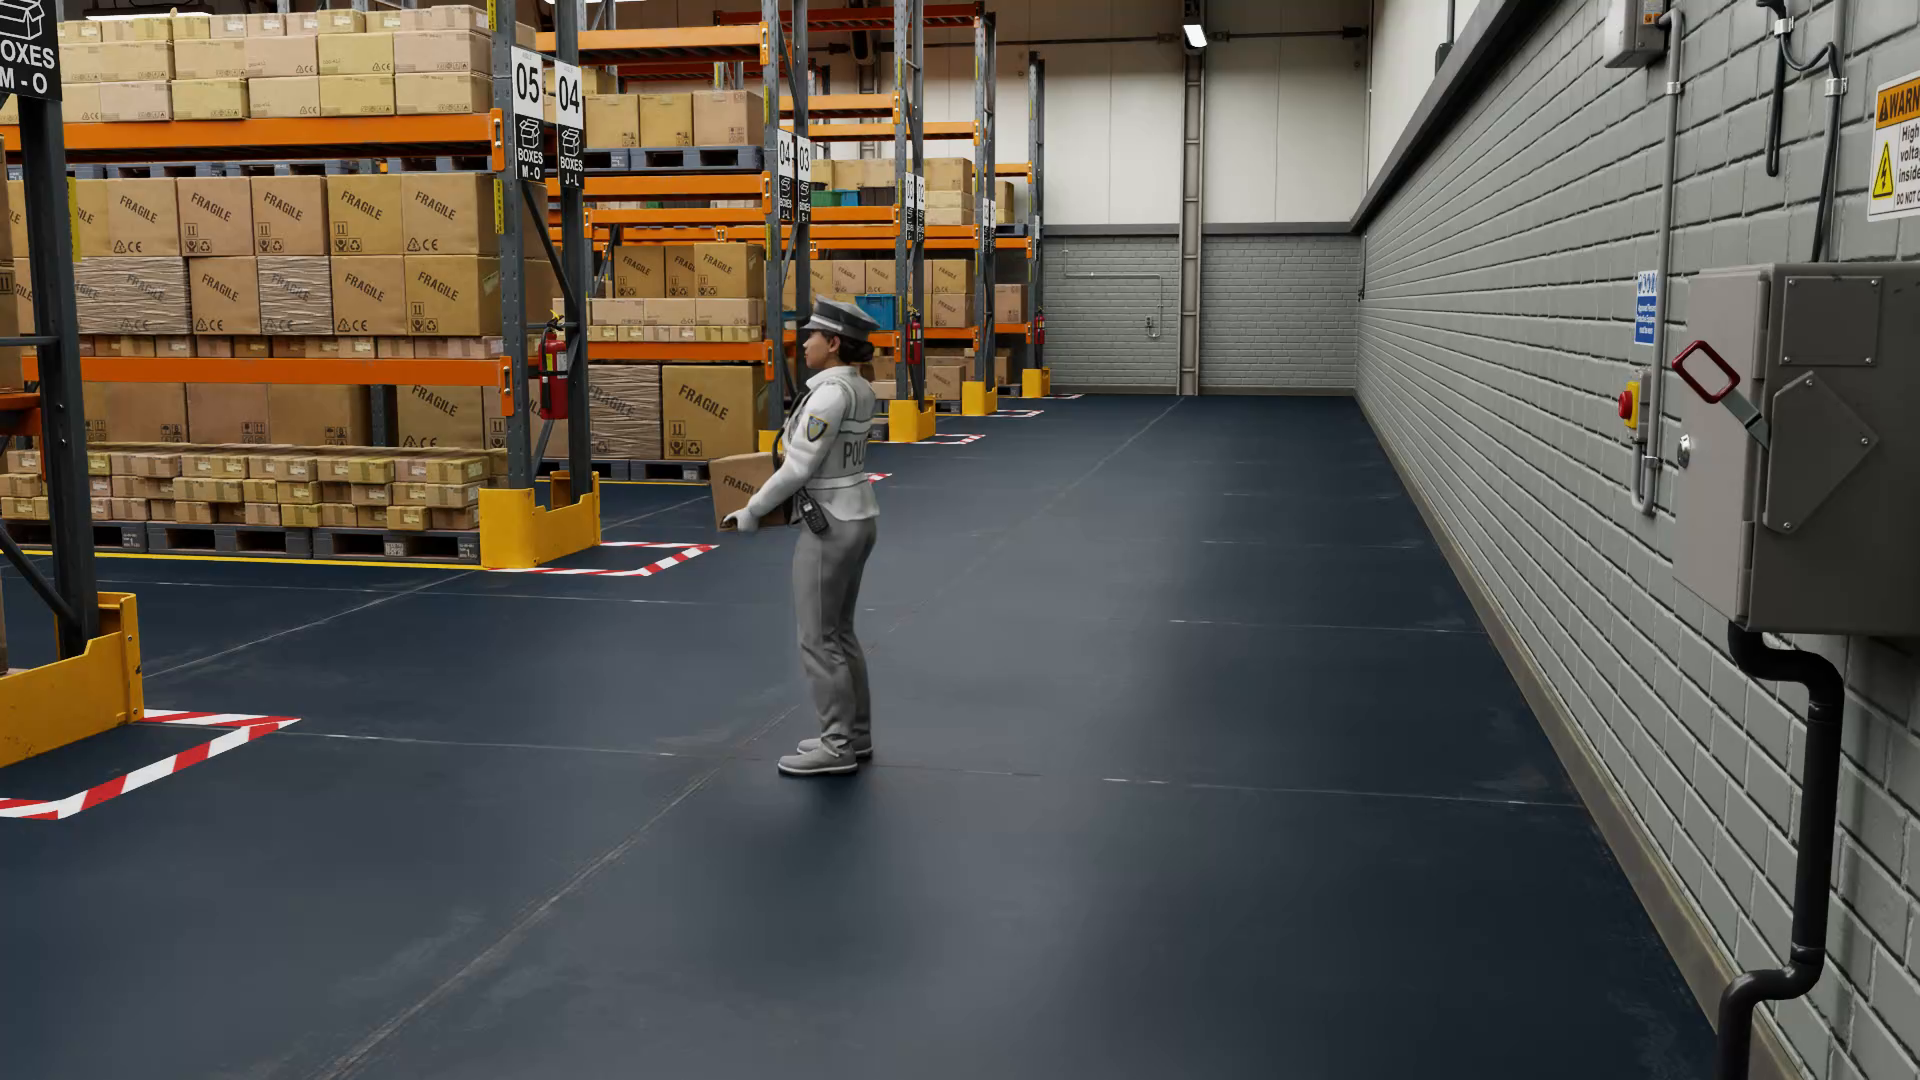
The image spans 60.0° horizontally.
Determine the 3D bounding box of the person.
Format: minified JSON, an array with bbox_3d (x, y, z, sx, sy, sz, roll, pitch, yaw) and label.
[{"bbox_3d":[-0.540,-0.024,5.912,0.535,1.691,0.453,2,8,11],"label":"person"}]
